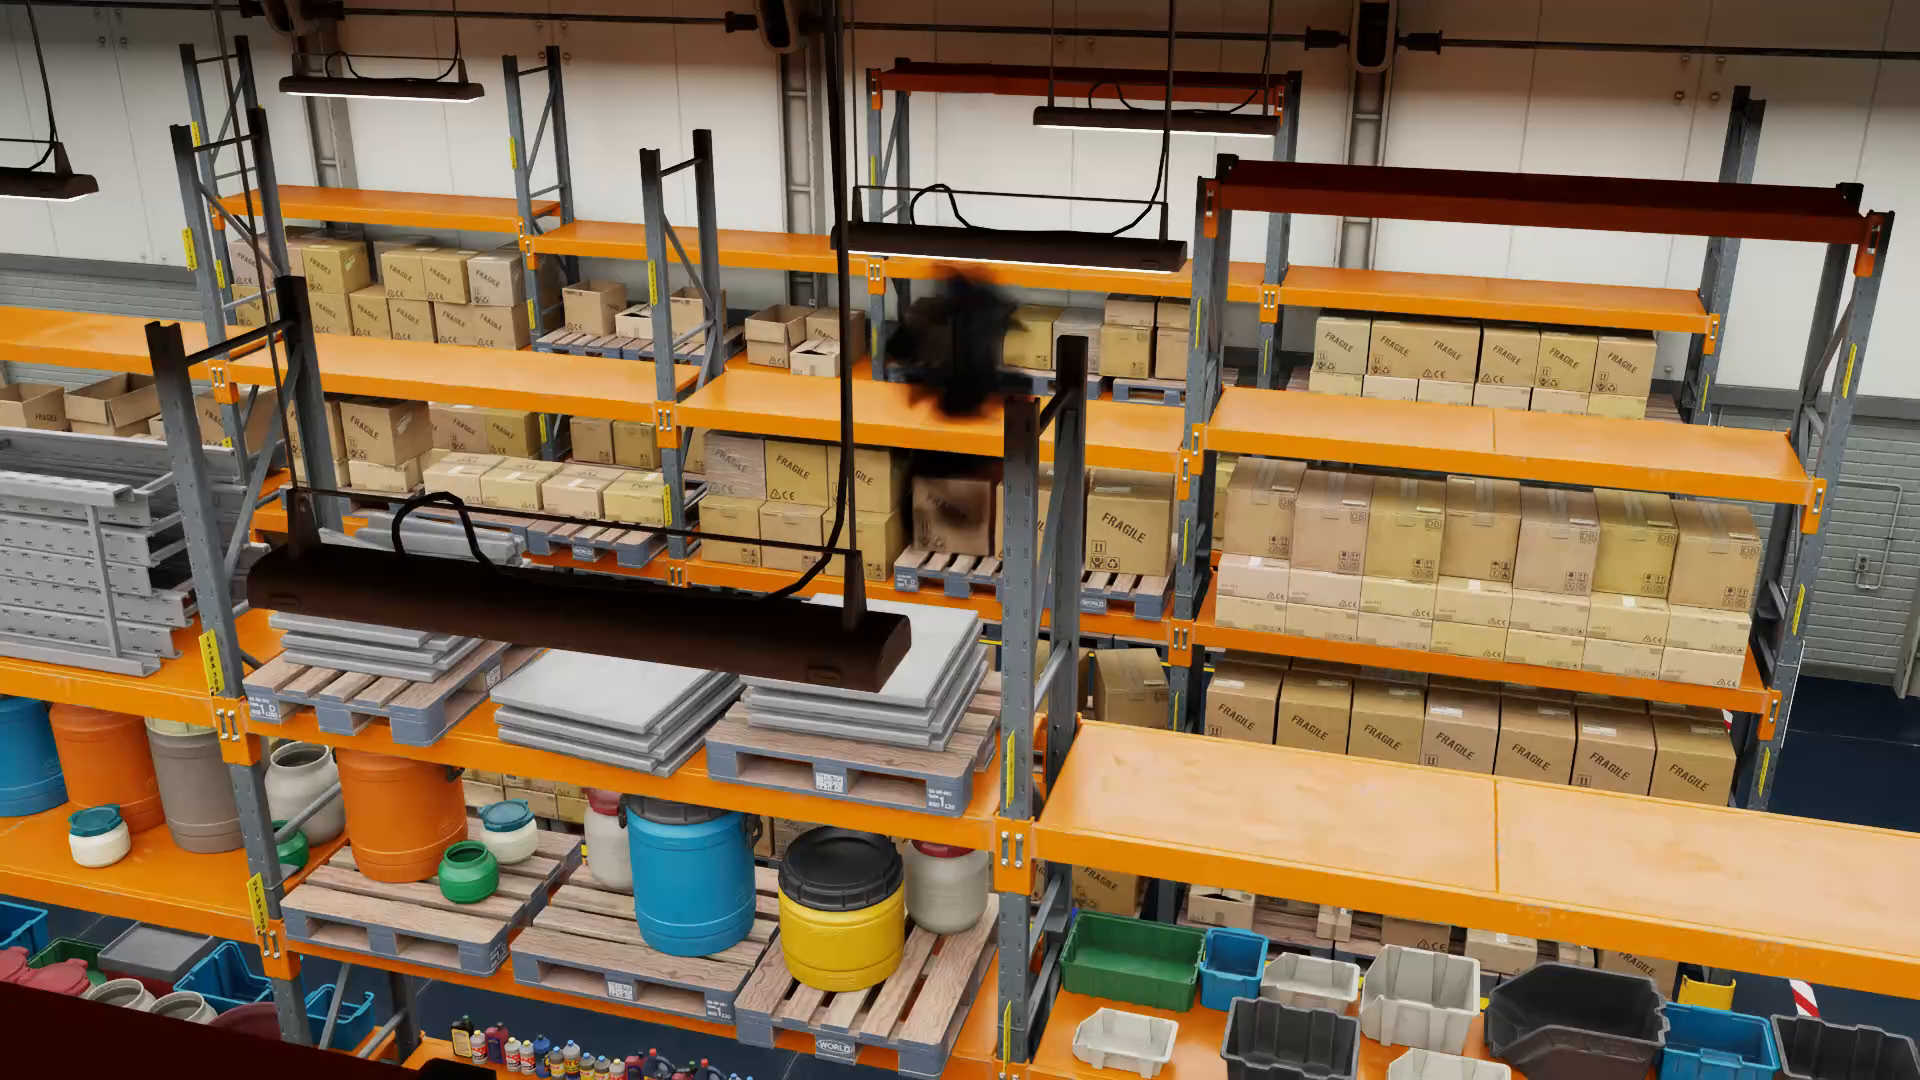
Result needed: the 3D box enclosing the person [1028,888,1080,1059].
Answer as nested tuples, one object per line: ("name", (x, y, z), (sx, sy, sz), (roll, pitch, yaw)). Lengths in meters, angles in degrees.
("person", (0.642, 3.011, 11.337), (0.932, 1.635, 0.581), (2, 23, 5))
